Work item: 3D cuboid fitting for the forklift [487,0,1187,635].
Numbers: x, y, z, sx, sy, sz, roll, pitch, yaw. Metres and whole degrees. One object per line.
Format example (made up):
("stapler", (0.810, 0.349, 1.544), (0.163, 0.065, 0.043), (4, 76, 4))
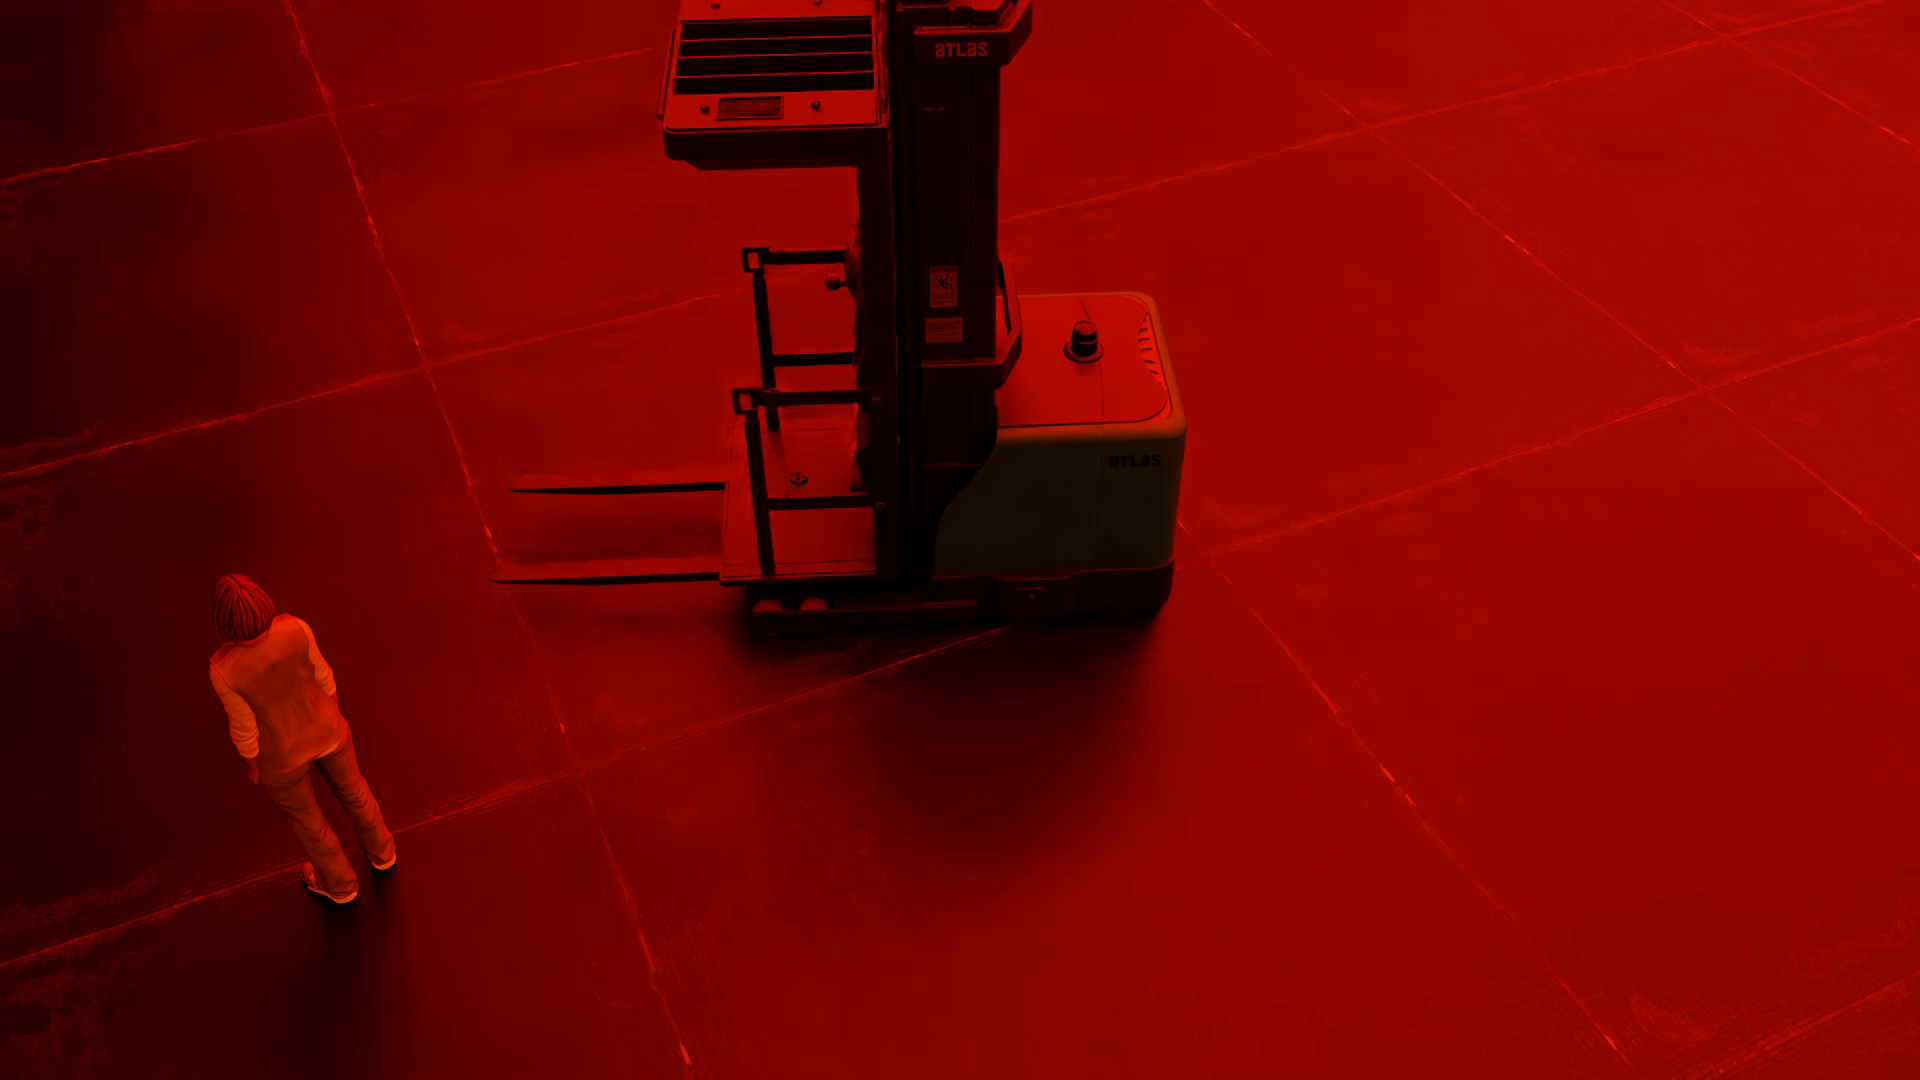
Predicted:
("forklift", (-0.591, -1.022, 6.775), (3.031, 2.935, 1.130), (-2, 43, -2))

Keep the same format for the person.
("person", (-2.354, 0.710, 5.896), (0.328, 1.602, 0.410), (31, 51, 29))
